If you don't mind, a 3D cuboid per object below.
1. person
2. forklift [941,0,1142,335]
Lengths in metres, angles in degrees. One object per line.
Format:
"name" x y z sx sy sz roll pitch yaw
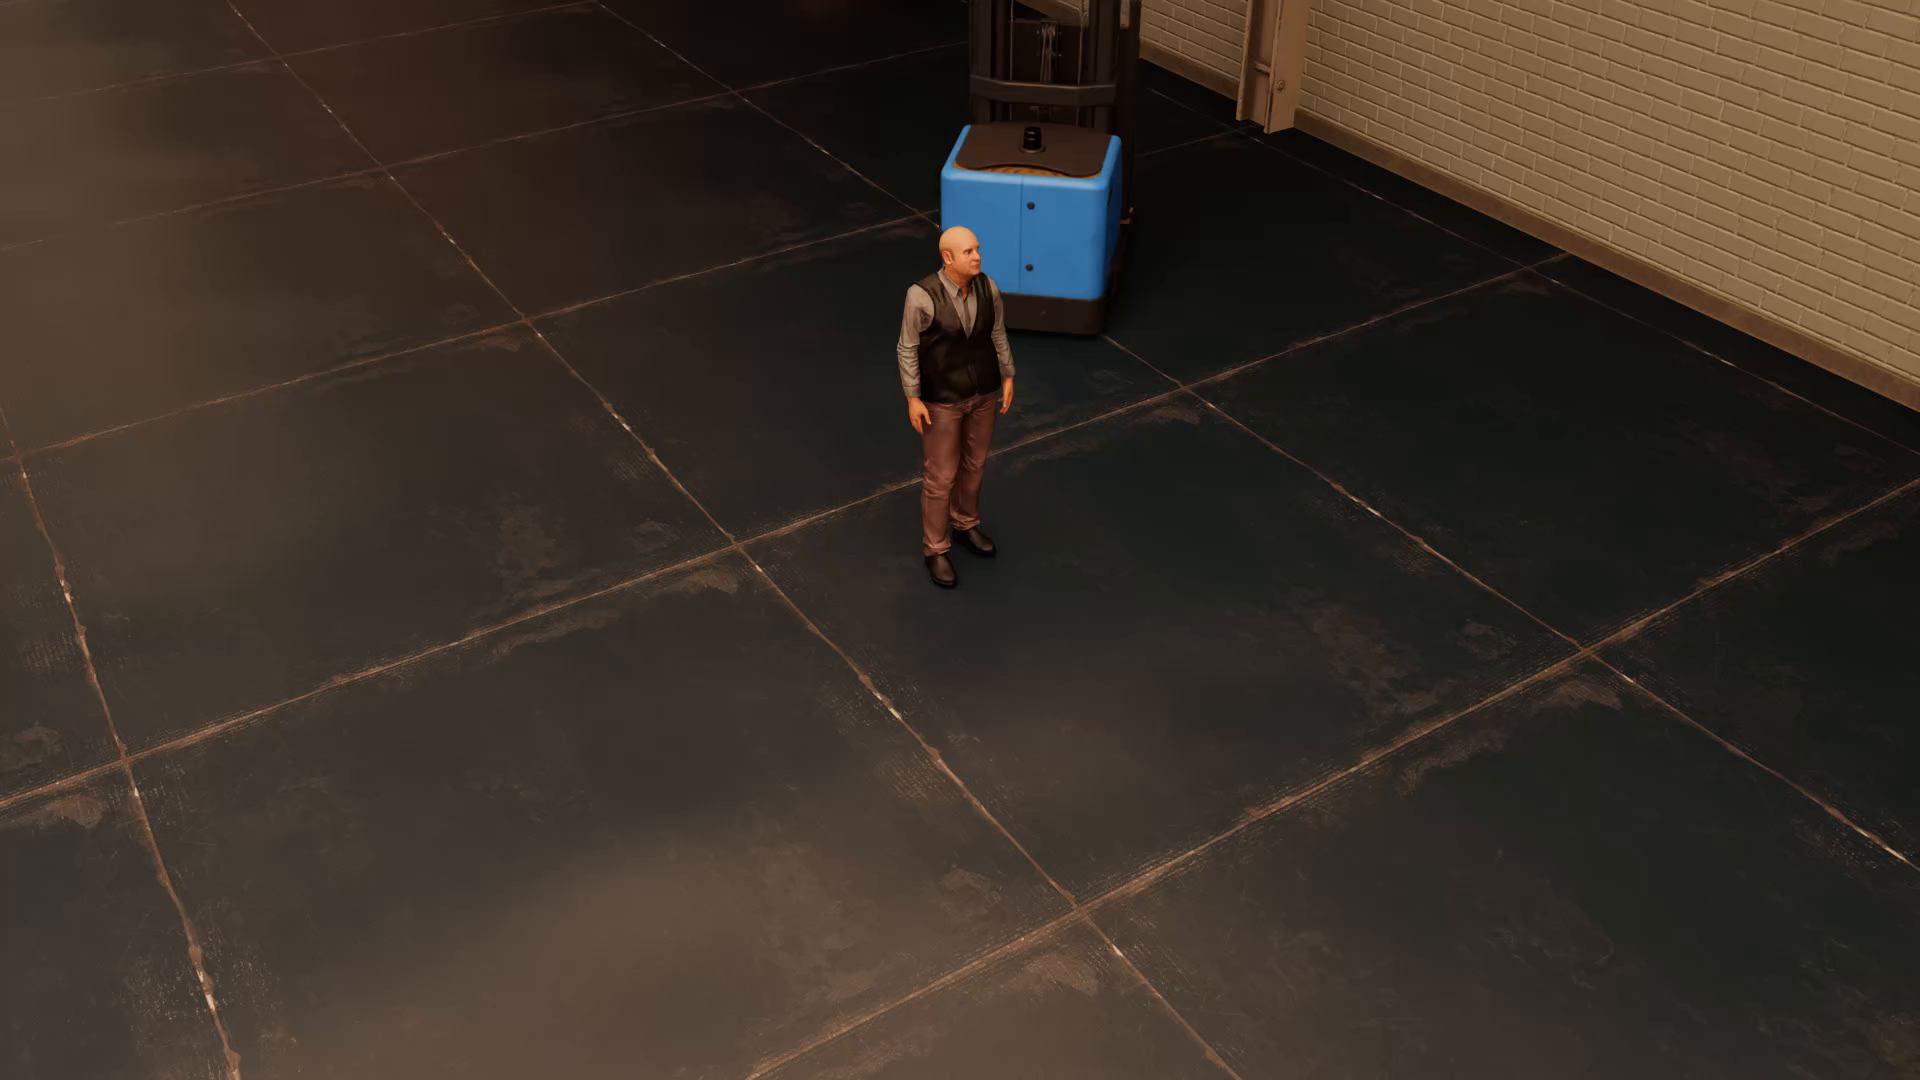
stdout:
"person" 0.027 -0.678 8.152 0.632 1.720 0.568 -21 40 -27
"forklift" 0.649 -3.322 10.876 1.130 2.935 3.031 6 36 9
